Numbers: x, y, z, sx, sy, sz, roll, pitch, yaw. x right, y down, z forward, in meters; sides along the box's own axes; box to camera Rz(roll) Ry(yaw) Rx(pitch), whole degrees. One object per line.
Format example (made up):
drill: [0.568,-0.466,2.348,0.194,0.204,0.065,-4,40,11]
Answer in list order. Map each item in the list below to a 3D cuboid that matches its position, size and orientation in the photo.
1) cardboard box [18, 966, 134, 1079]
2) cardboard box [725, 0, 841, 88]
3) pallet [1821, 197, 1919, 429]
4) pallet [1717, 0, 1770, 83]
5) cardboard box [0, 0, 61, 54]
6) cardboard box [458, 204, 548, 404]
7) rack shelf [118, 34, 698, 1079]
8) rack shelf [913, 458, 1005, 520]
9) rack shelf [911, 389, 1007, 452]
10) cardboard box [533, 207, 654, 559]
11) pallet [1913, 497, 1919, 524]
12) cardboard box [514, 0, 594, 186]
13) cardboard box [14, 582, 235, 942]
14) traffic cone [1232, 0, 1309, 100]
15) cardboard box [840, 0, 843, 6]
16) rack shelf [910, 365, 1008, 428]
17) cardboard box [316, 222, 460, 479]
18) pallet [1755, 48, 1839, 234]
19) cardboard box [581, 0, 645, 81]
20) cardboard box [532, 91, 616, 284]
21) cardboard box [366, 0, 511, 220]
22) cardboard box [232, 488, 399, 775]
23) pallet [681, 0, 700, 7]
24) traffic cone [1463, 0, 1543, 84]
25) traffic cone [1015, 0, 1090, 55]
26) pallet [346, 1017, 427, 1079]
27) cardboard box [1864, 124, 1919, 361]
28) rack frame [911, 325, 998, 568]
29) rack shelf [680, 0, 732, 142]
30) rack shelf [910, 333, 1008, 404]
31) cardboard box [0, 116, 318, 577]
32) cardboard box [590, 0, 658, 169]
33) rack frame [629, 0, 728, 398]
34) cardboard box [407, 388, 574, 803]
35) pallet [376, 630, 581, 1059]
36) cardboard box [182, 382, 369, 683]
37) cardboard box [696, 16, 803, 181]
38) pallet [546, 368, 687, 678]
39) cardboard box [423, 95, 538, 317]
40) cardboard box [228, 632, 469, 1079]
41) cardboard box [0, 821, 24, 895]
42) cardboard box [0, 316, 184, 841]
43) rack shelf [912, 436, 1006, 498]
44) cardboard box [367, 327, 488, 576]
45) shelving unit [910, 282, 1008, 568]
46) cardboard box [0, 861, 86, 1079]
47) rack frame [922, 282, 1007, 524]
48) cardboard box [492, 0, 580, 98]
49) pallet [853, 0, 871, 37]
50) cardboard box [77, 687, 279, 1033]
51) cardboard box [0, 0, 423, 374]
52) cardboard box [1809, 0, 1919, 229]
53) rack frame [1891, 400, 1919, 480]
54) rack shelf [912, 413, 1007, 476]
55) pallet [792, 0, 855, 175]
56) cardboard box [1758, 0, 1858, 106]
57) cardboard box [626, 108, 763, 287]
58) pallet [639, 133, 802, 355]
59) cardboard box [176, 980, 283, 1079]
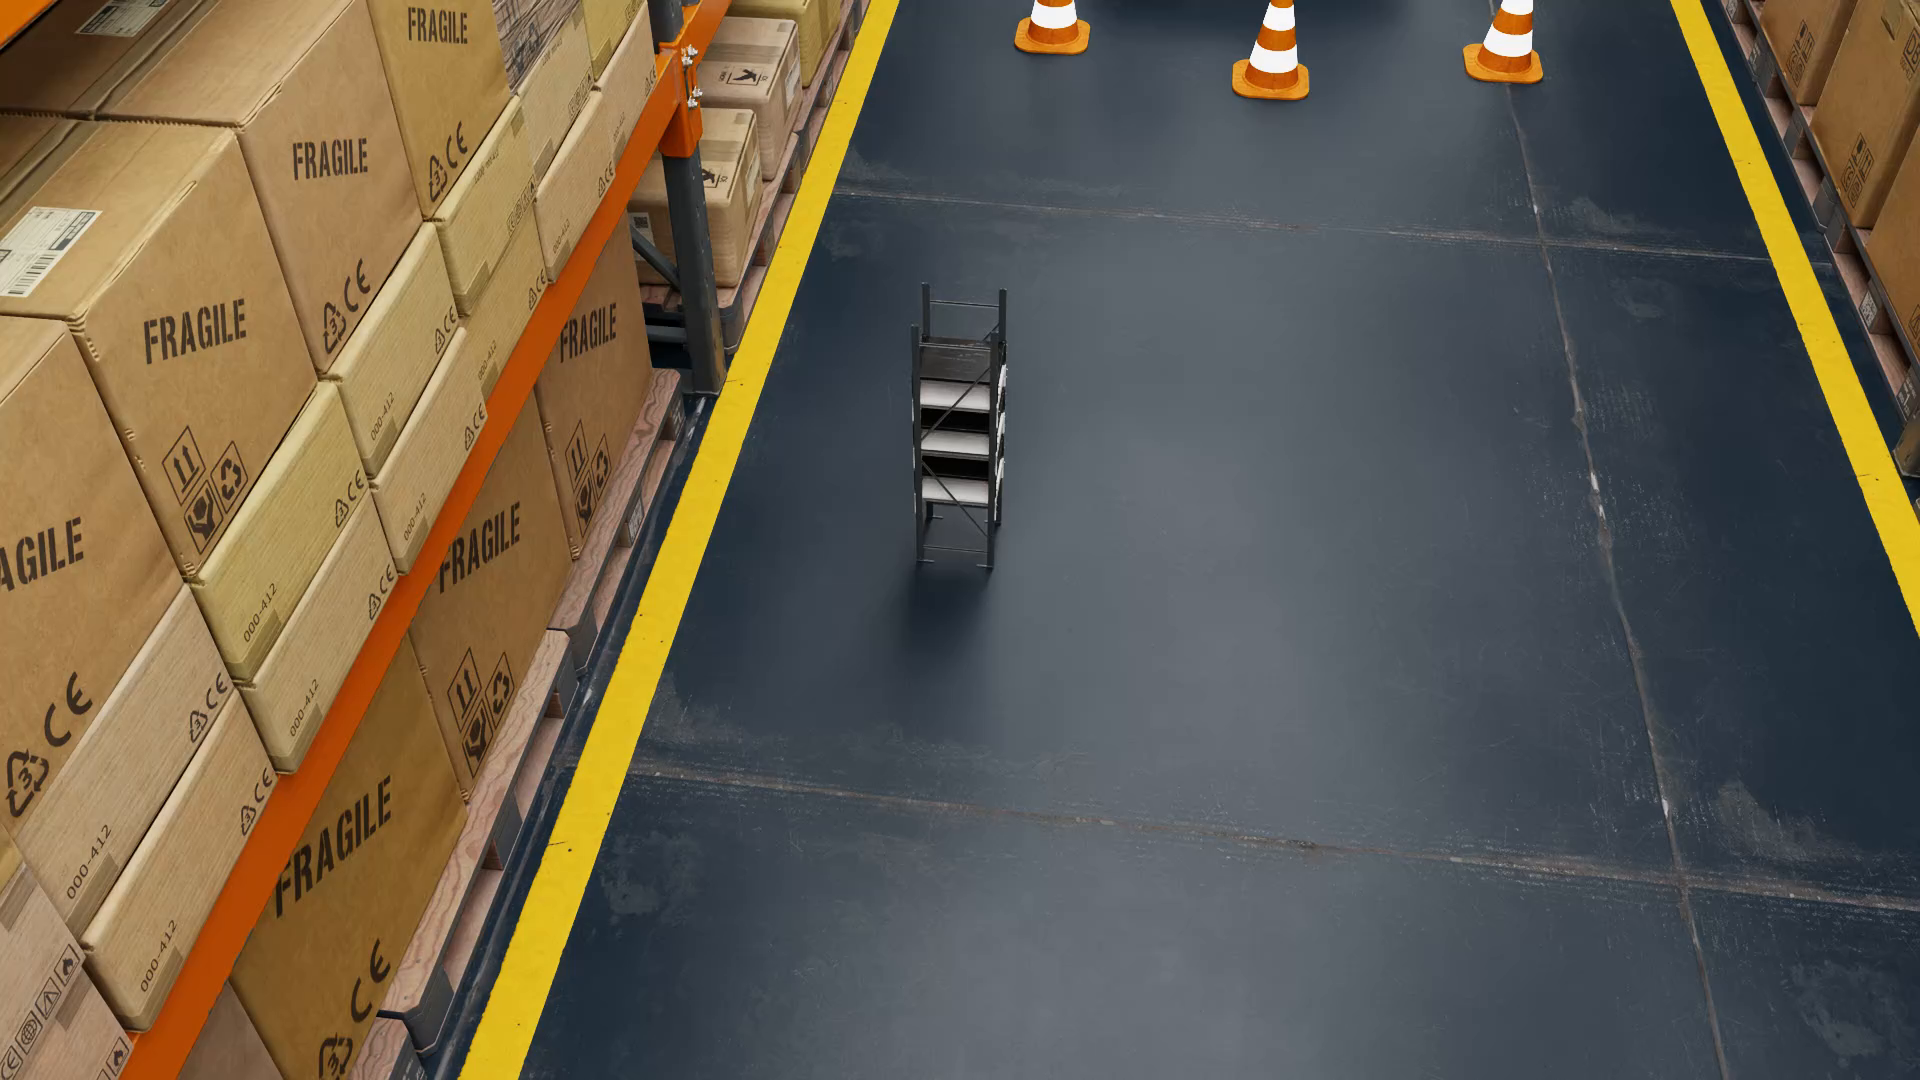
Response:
cardboard box: [-1.532,0.835,2.296,0.500,0.250,0.500,4,44,5]
cardboard box: [-1.043,-2.272,7.074,0.950,0.372,0.625,7,44,7]
pallet: [3.776,-0.807,5.948,1.003,0.211,1.213,5,44,6]
pallet: [4.098,-2.469,7.705,1.003,0.211,1.213,5,44,6]
cardboard box: [-1.841,-0.722,3.030,0.500,0.500,0.500,6,44,6]
cardboard box: [-1.267,-0.556,3.764,0.500,0.250,0.500,5,44,5]
rack shelf: [-1.588,-0.046,3.640,1.077,0.370,4.000,5,44,6]
rack shelf: [-0.001,-0.166,5.081,0.258,0.077,0.200,5,44,6]
rack shelf: [-0.001,-0.362,4.896,0.258,0.077,0.200,5,44,6]
cardboard box: [-1.497,-0.588,4.929,0.875,0.875,0.875,5,44,5]
pallet: [3.492,0.256,4.826,1.003,0.211,1.213,5,44,6]
cardboard box: [-1.199,-1.094,3.969,0.500,0.250,0.500,4,44,4]
cardboard box: [-1.473,0.297,2.500,0.500,0.250,0.500,6,44,6]
traffic cone: [1.382,-2.214,7.251,0.336,0.463,0.334,5,44,6]
cardboard box: [-0.953,-2.746,7.574,0.950,0.372,0.625,8,44,8]
rack shelf: [-0.001,-0.428,4.834,0.258,0.077,0.200,5,44,6]
cardboard box: [-1.315,-0.389,3.225,0.500,0.250,0.500,4,44,4]
pallet: [3.939,-1.636,6.824,1.003,0.211,1.213,5,44,6]
cardboard box: [-1.135,-1.444,4.338,0.500,0.250,0.500,5,44,5]
cardboard box: [-1.185,-0.897,4.125,0.500,0.250,0.500,6,44,6]
cardboard box: [-1.264,-1.005,3.330,0.500,0.500,0.500,5,44,6]
cardboard box: [-1.382,0.134,3.036,0.500,0.250,0.500,5,44,5]
pallet: [-1.335,-2.095,5.421,1.213,0.211,1.003,5,44,6]
traffic cone: [2.452,-2.317,7.360,0.336,0.463,0.334,5,44,6]
traffic cone: [0.429,-2.502,7.556,0.336,0.463,0.334,5,44,6]
pallet: [-1.825,1.536,3.474,1.003,0.211,1.213,5,44,6]
cardboard box: [3.766,-1.031,5.488,1.050,0.750,0.750,5,44,5]
rack frame: [-0.015,-0.252,4.862,0.240,0.900,0.006,5,44,6]
rack shelf: [-1.059,-2.772,6.519,1.077,0.370,4.000,5,44,6]
rack shelf: [-0.001,-0.493,4.772,0.258,0.077,0.200,5,44,6]
cardboard box: [-1.400,-0.308,2.593,0.500,0.500,0.500,4,44,4]
cardboard box: [-1.133,-1.247,4.494,0.500,0.250,0.500,4,44,4]
rack frame: [-1.323,-1.670,4.832,1.000,3.000,0.127,5,44,6]
cardboard box: [-1.619,0.020,4.287,0.875,0.875,0.875,6,44,6]
pallet: [-1.666,0.702,4.355,1.003,0.211,1.213,5,44,6]
cardboard box: [-1.380,-0.044,2.861,0.500,0.250,0.500,6,44,6]
cardboard box: [-1.149,-1.756,6.529,0.950,0.372,0.625,4,44,5]
pallet: [-1.502,-0.127,5.230,1.003,0.211,1.213,5,44,6]
cardboard box: [-1.247,-0.743,3.599,0.500,0.250,0.500,4,44,4]
cardboard box: [-1.738,0.629,3.644,0.875,0.875,0.875,6,44,7]
cardboard box: [-1.509,0.383,1.864,0.500,0.500,0.500,6,44,6]
cardboard box: [-1.469,0.034,2.233,0.500,0.500,0.500,5,44,5]
rack shelf: [-0.001,-0.232,5.020,0.258,0.077,0.200,5,44,6]
cardboard box: [-1.306,-0.206,3.395,0.500,0.250,0.500,5,44,5]
shelving unit: [-0.001,-0.321,4.935,0.258,0.900,0.210,5,44,6]
cardboard box: [-1.514,0.655,2.122,0.500,0.250,0.500,4,44,4]
rack frame: [0.012,-0.391,5.008,0.240,0.900,0.006,5,44,6]
cardboard box: [-1.192,-1.343,3.686,0.500,0.500,0.500,6,44,6]
pallet: [-0.896,-2.853,8.109,1.003,0.211,1.213,5,44,6]
cardboard box: [-1.465,0.482,2.668,0.500,0.250,0.500,4,44,4]
cardboard box: [-1.338,-0.661,2.966,0.500,0.500,0.500,5,44,5]
cardboard box: [3.879,-1.627,6.118,1.050,0.750,0.750,6,44,6]
rack frame: [3.597,-1.289,4.429,1.000,3.000,0.127,5,44,6]
rack shelf: [-0.001,-0.297,4.958,0.258,0.077,0.200,5,44,6]
pallet: [-1.055,-2.019,7.228,1.003,0.211,1.213,5,44,6]
cardboard box: [4.001,-2.262,6.788,1.050,0.750,0.750,5,44,6]
cardboard box: [-1.239,-1.252,5.997,0.950,0.372,0.625,3,43,3]
pallet: [-1.218,-1.190,6.353,1.003,0.211,1.213,5,44,6]
cardboard box: [-1.849,1.246,2.993,0.875,0.875,0.875,6,44,7]
